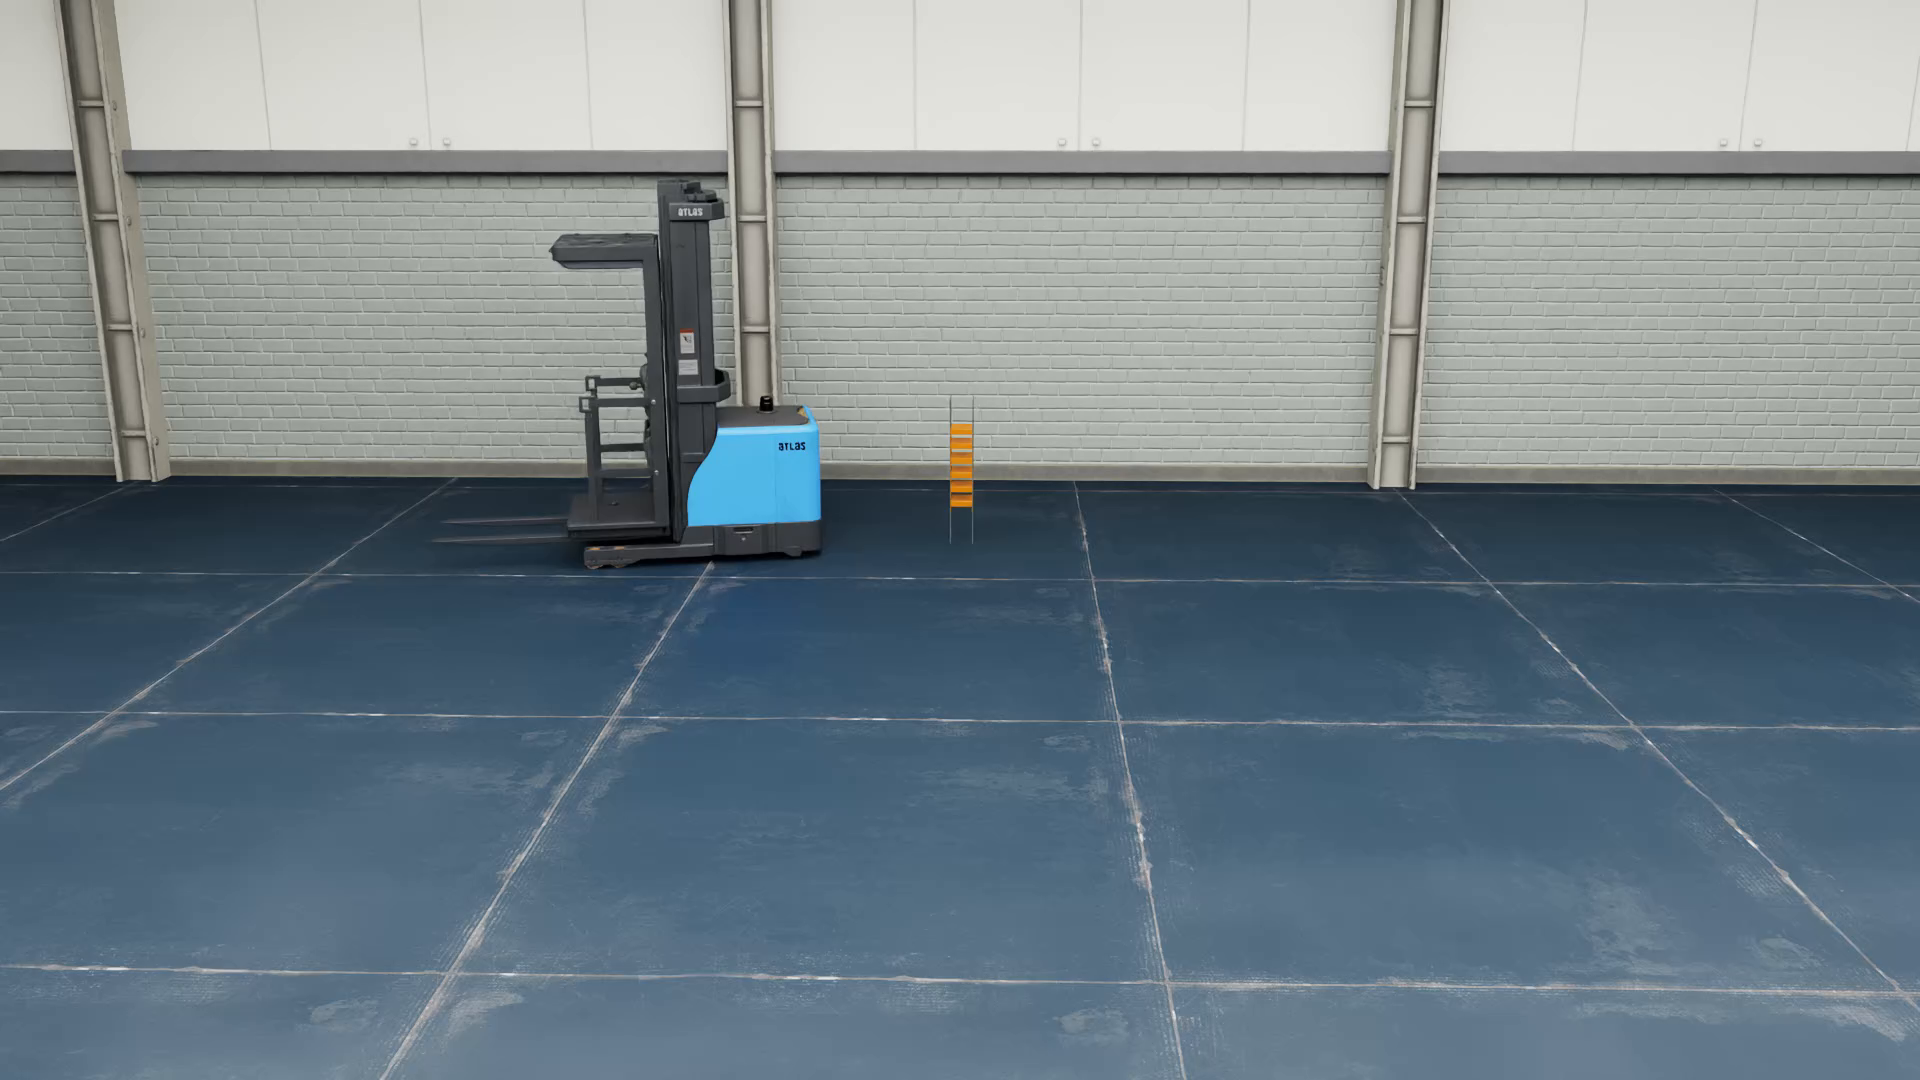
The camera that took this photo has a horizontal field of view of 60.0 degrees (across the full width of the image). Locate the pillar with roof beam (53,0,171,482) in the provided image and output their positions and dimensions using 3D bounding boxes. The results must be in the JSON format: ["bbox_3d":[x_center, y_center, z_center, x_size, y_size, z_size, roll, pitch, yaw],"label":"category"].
[{"bbox_3d":[-8.010,-3.853,10.803,0.400,9.000,9.100,0,15,1],"label":"pillar with roof beam"}]

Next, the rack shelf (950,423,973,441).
[{"bbox_3d":[0.014,-0.885,13.606,0.180,0.103,0.258,0,15,1],"label":"rack shelf"}]

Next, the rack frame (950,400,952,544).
[{"bbox_3d":[-0.077,-0.581,13.689,0.006,1.200,0.240,0,15,1],"label":"rack frame"}]

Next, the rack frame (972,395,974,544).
[{"bbox_3d":[0.106,-0.579,13.684,0.006,1.200,0.240,0,15,1],"label":"rack frame"}]

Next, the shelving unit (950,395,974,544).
[{"bbox_3d":[0.014,-0.580,13.687,0.189,1.200,0.258,0,15,1],"label":"shelving unit"}]

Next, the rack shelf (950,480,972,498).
[{"bbox_3d":[0.014,-0.421,13.729,0.180,0.103,0.258,0,15,1],"label":"rack shelf"}]

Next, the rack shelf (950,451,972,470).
[{"bbox_3d":[0.014,-0.653,13.667,0.180,0.103,0.258,0,15,1],"label":"rack shelf"}]

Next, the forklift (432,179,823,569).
[{"bbox_3d":[-2.662,-1.336,13.157,3.031,2.935,1.130,-2,15,-9],"label":"forklift"}]

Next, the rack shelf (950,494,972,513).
[{"bbox_3d":[0.014,-0.305,13.759,0.180,0.103,0.258,0,15,1],"label":"rack shelf"}]

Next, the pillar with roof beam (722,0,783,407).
[{"bbox_3d":[-2.012,-3.814,10.655,0.400,9.000,9.100,0,15,1],"label":"pillar with roof beam"}]

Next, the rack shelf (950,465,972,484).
[{"bbox_3d":[0.014,-0.537,13.698,0.180,0.103,0.258,0,15,1],"label":"rack shelf"}]

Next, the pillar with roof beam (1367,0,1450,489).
[{"bbox_3d":[3.986,-3.775,10.507,0.400,9.000,9.100,0,15,1],"label":"pillar with roof beam"}]

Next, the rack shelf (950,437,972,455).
[{"bbox_3d":[0.014,-0.769,13.637,0.180,0.103,0.258,0,15,1],"label":"rack shelf"}]
